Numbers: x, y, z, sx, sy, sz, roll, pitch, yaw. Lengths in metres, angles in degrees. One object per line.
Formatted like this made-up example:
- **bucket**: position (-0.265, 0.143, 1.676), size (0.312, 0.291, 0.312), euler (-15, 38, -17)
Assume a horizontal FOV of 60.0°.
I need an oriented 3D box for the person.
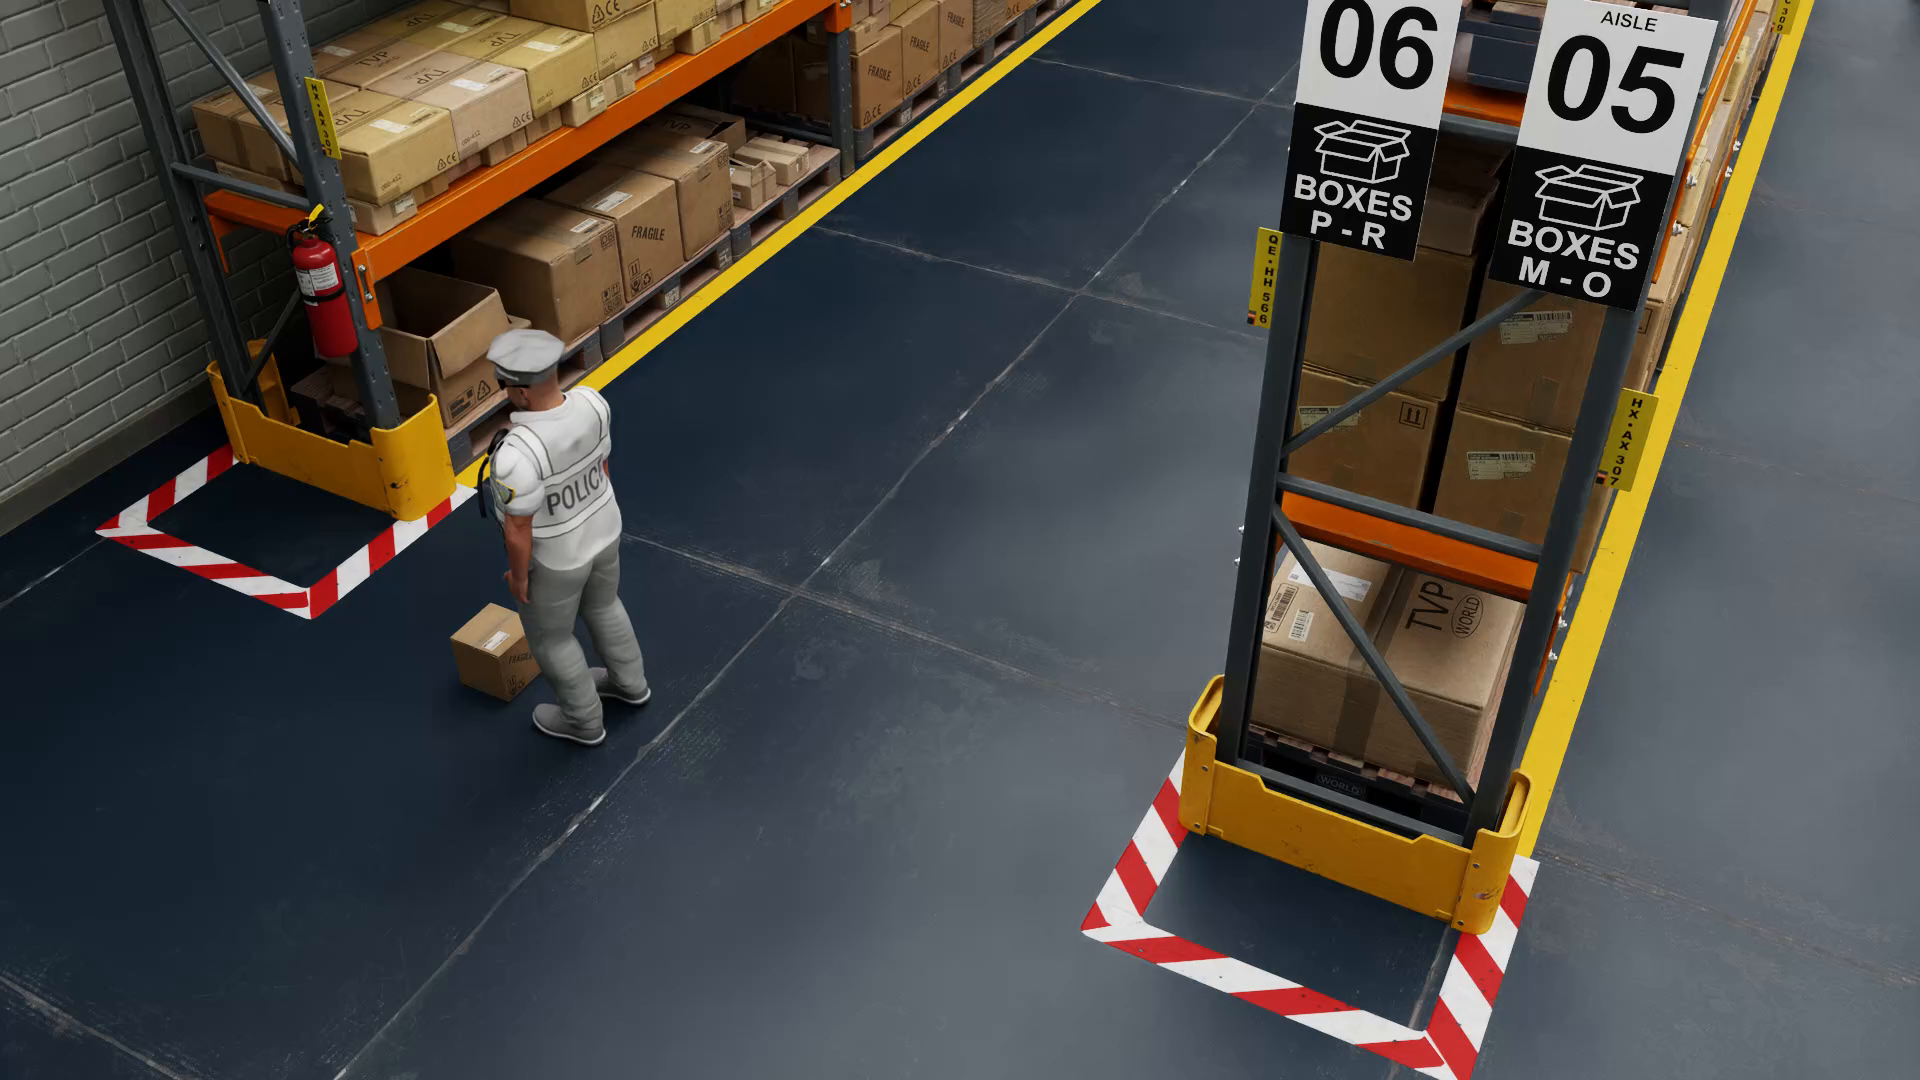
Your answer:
- **person**: position (-1.480, 0.014, 6.140), size (0.388, 1.743, 0.529), euler (19, 41, 22)
